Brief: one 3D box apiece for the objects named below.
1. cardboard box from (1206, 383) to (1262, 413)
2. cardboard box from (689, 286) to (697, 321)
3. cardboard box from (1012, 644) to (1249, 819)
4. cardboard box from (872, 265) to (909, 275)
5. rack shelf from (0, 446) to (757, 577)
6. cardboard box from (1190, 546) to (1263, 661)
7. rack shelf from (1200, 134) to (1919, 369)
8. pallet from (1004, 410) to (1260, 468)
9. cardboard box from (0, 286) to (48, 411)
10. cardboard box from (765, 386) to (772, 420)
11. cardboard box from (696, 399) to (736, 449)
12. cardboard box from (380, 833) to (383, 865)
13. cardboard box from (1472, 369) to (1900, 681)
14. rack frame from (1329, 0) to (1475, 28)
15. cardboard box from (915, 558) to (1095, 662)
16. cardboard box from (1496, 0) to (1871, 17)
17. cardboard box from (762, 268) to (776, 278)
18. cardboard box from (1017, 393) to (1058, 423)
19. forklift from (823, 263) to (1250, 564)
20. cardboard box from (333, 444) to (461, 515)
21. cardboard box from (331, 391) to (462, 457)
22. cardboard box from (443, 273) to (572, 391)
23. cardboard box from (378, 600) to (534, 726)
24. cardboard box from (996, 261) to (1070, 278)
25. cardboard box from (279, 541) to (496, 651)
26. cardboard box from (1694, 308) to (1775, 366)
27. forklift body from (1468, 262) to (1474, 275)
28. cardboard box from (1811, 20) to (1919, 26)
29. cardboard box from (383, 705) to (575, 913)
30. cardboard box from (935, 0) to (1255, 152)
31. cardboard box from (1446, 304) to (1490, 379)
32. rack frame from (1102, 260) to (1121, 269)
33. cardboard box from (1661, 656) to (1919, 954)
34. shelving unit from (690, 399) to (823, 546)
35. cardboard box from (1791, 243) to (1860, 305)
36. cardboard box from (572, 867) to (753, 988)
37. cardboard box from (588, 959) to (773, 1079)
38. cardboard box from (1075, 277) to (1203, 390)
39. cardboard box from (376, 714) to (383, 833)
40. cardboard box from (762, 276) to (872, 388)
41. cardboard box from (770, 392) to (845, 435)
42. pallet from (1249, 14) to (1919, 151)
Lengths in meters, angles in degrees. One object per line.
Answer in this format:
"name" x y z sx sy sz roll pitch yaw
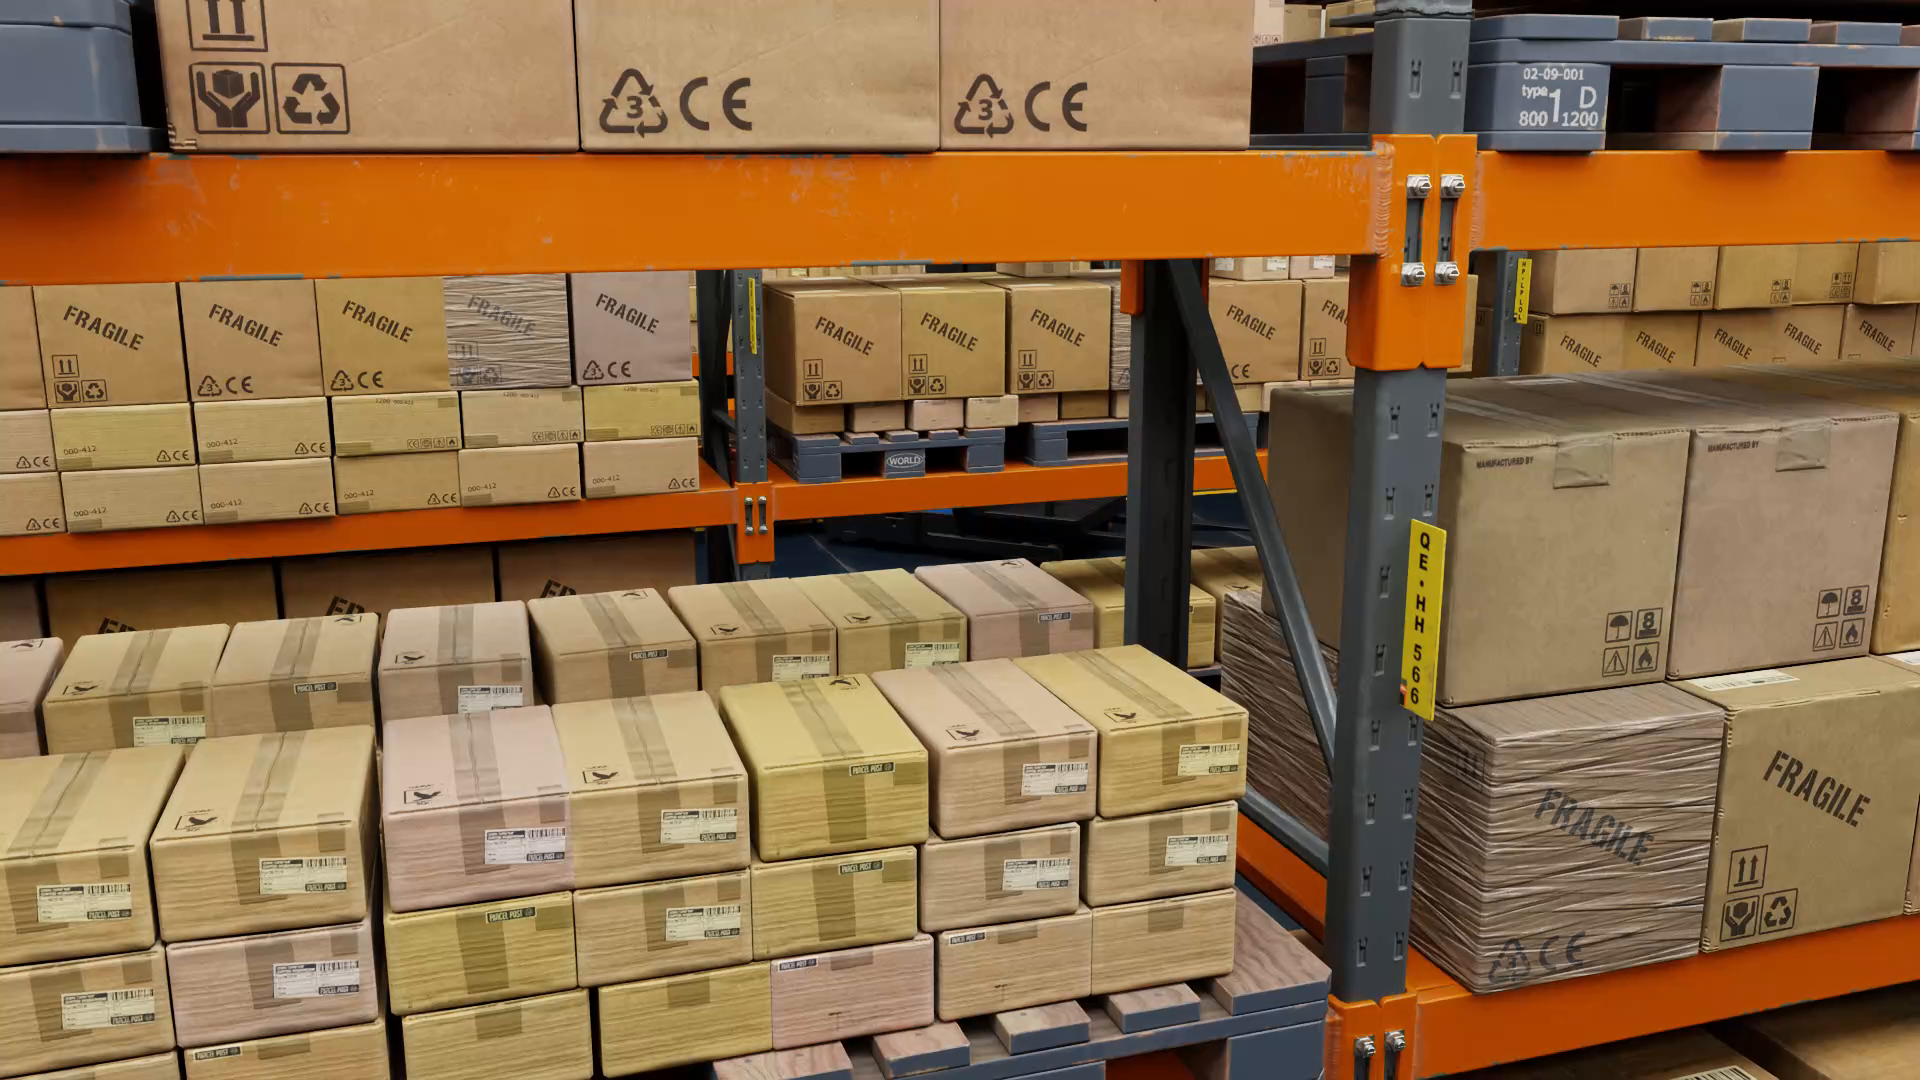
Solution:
"cardboard box" 1.332 -0.745 8.430 0.250 0.149 0.380 -4 14 -18
"cardboard box" -2.168 -1.771 12.350 0.500 0.250 0.500 -4 14 -18
"cardboard box" 0.268 0.305 2.730 0.250 0.149 0.380 -5 14 -20
"cardboard box" -0.565 -2.075 12.767 0.250 0.149 0.380 -5 14 -20
"rack shelf" -2.984 -0.041 7.388 4.000 0.370 1.077 -4 14 -18
"cardboard box" 1.526 0.333 9.031 0.625 0.372 0.950 -4 14 -15
"rack shelf" 2.482 -0.717 3.749 4.000 0.370 1.077 -4 14 -18
"pallet" 0.775 -0.600 8.600 1.213 0.211 1.003 -4 14 -18
"cardboard box" -3.897 -0.792 6.612 0.500 0.500 0.500 -5 14 -18
"cardboard box" -0.853 -0.697 8.225 0.250 0.149 0.380 -4 14 -16
"cardboard box" -2.079 -0.719 12.908 0.625 0.625 0.875 -4 14 -16
"cardboard box" -1.158 0.544 3.007 0.250 0.149 0.380 -4 14 -17
"cardboard box" 1.494 -0.064 3.554 0.500 0.500 0.700 -5 14 -19
"rack frame" 0.586 -2.379 2.699 0.127 3.000 1.000 -4 14 -18
"cardboard box" 0.082 0.160 3.338 0.250 0.149 0.380 -4 14 -18
"cardboard box" 1.342 -1.135 3.018 0.500 0.311 0.500 -4 14 -18
"cardboard box" -1.547 -2.017 12.522 0.250 0.149 0.380 -4 14 -17
"cardboard box" 0.303 -0.678 8.148 0.250 0.149 0.380 -4 14 -15
"forklift" 0.571 -1.365 11.549 3.031 2.935 1.130 6 15 24
"cardboard box" -2.446 -0.297 7.232 0.500 0.250 0.500 -5 14 -19
"cardboard box" -2.430 -0.537 7.160 0.500 0.250 0.500 -5 14 -20
"cardboard box" -1.978 -0.939 7.230 0.500 0.500 0.500 -4 14 -17
"cardboard box" -0.908 0.237 3.014 0.250 0.149 0.380 -4 14 -15
"cardboard box" 0.372 -1.435 8.524 0.250 0.149 0.380 -5 14 -21
"cardboard box" -2.616 0.388 7.712 0.875 0.875 0.875 -4 14 -17
"cardboard box" 4.157 -1.075 9.321 0.500 0.500 0.500 -5 14 -19
"forklift body" 3.692 -1.265 12.811 1.214 2.155 2.313 -4 14 -18
"cardboard box" 2.145 -1.411 3.771 0.500 0.500 0.500 -4 14 -18
"cardboard box" -0.701 0.379 2.417 0.250 0.149 0.380 -4 14 -18
"cardboard box" 0.126 -0.871 2.623 0.500 0.500 0.500 -4 14 -18
"cardboard box" 3.045 -1.115 9.488 0.500 0.500 0.500 -5 14 -20
"rack frame" 1.116 -1.922 13.742 0.127 3.000 1.000 -4 14 -18
"cardboard box" 1.579 0.479 3.432 0.500 0.500 0.500 -5 14 -19
"shelving unit" -1.519 -0.599 12.231 1.048 1.125 0.538 -5 14 -19
"cardboard box" 4.630 -1.621 9.456 0.500 0.500 0.700 -5 14 -18
"cardboard box" -0.475 0.507 2.520 0.250 0.149 0.380 -4 14 -18
"cardboard box" -0.452 0.649 2.567 0.250 0.149 0.380 -5 14 -19
"cardboard box" 0.881 -1.035 8.244 0.500 0.500 0.500 -5 14 -20
"cardboard box" -1.156 0.400 2.973 0.250 0.149 0.380 -5 14 -19
"cardboard box" -0.746 -1.031 8.228 0.500 0.500 0.500 -5 14 -20
"cardboard box" -0.721 -0.604 7.835 0.250 0.149 0.380 -5 14 -21
"pallet" 1.180 -0.887 3.316 1.003 0.211 1.213 -4 14 -15
